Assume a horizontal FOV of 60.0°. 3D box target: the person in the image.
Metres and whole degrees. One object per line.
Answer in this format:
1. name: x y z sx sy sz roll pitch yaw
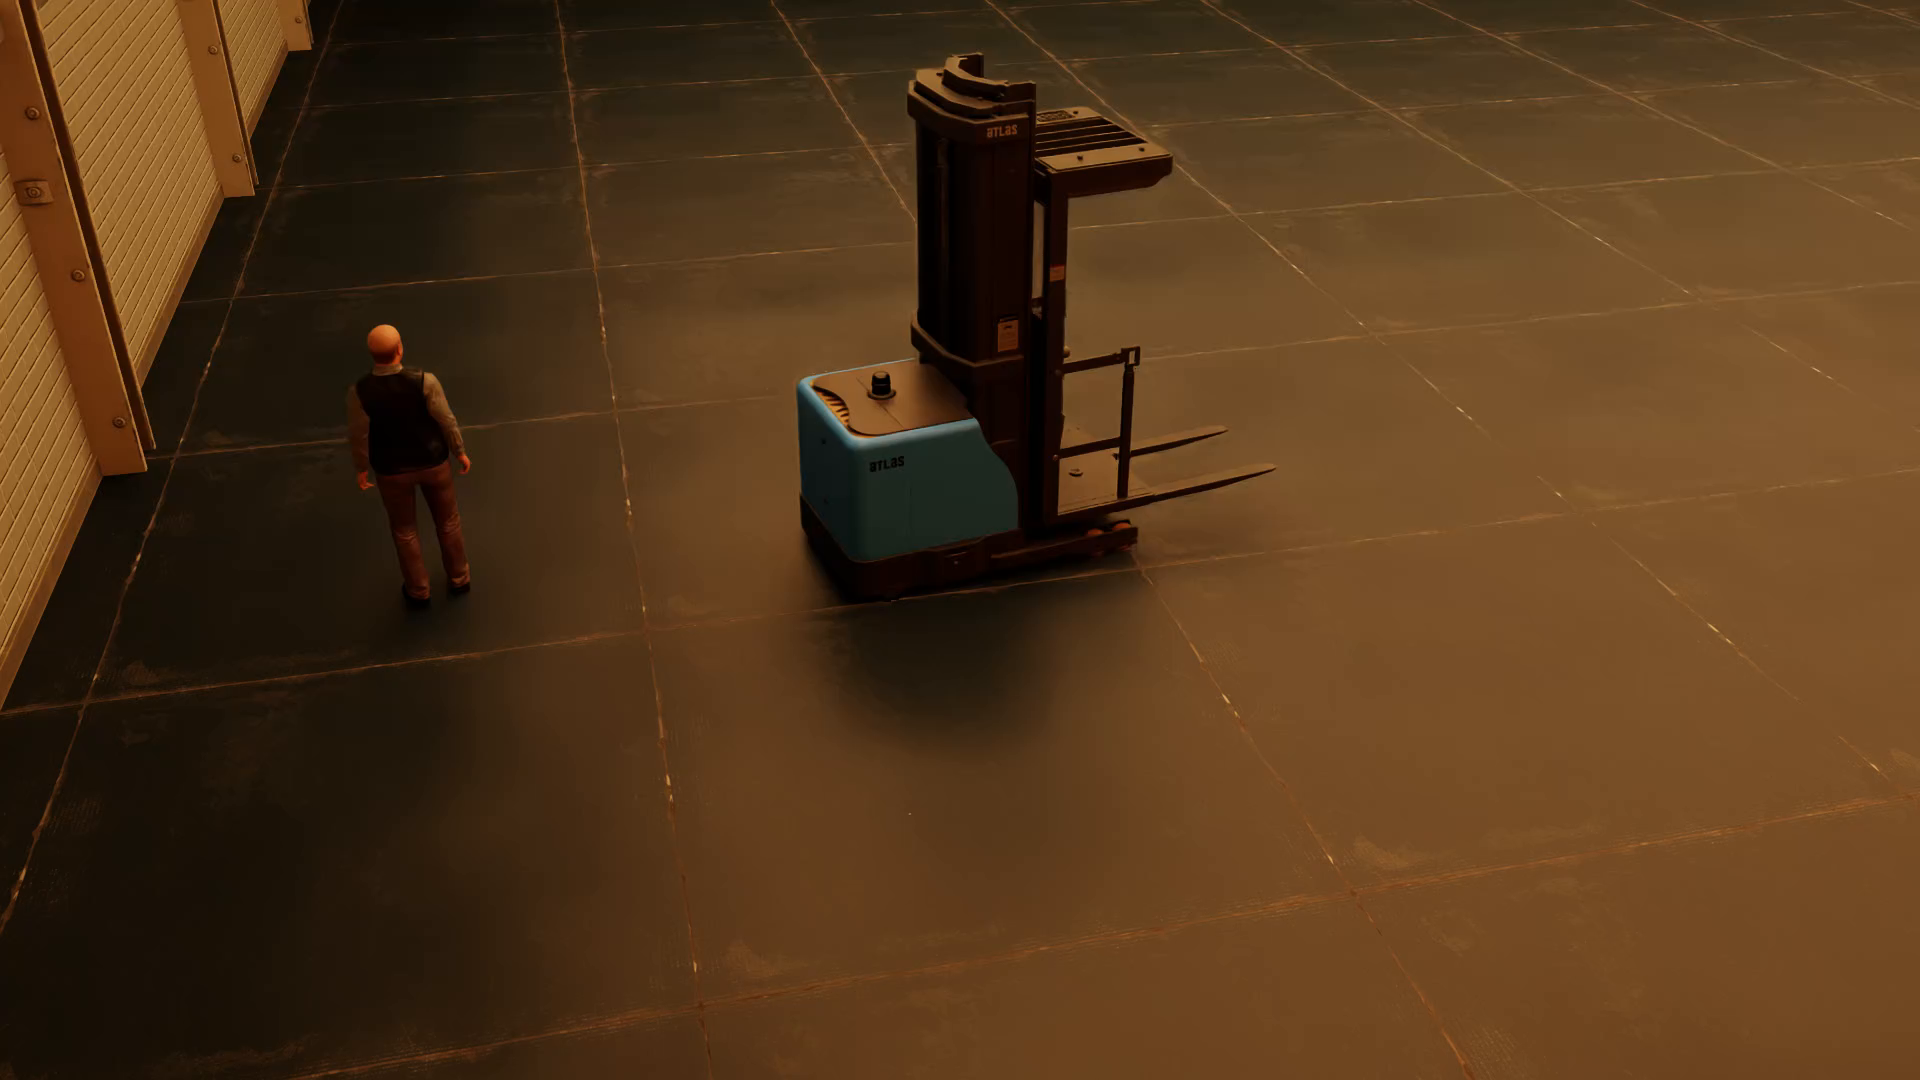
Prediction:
1. person: -3.143 -0.441 9.545 0.632 1.723 0.411 -11 32 -18

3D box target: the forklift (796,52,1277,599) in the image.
1. forklift: 0.557 -1.397 9.988 3.031 2.935 1.130 -12 32 -20
